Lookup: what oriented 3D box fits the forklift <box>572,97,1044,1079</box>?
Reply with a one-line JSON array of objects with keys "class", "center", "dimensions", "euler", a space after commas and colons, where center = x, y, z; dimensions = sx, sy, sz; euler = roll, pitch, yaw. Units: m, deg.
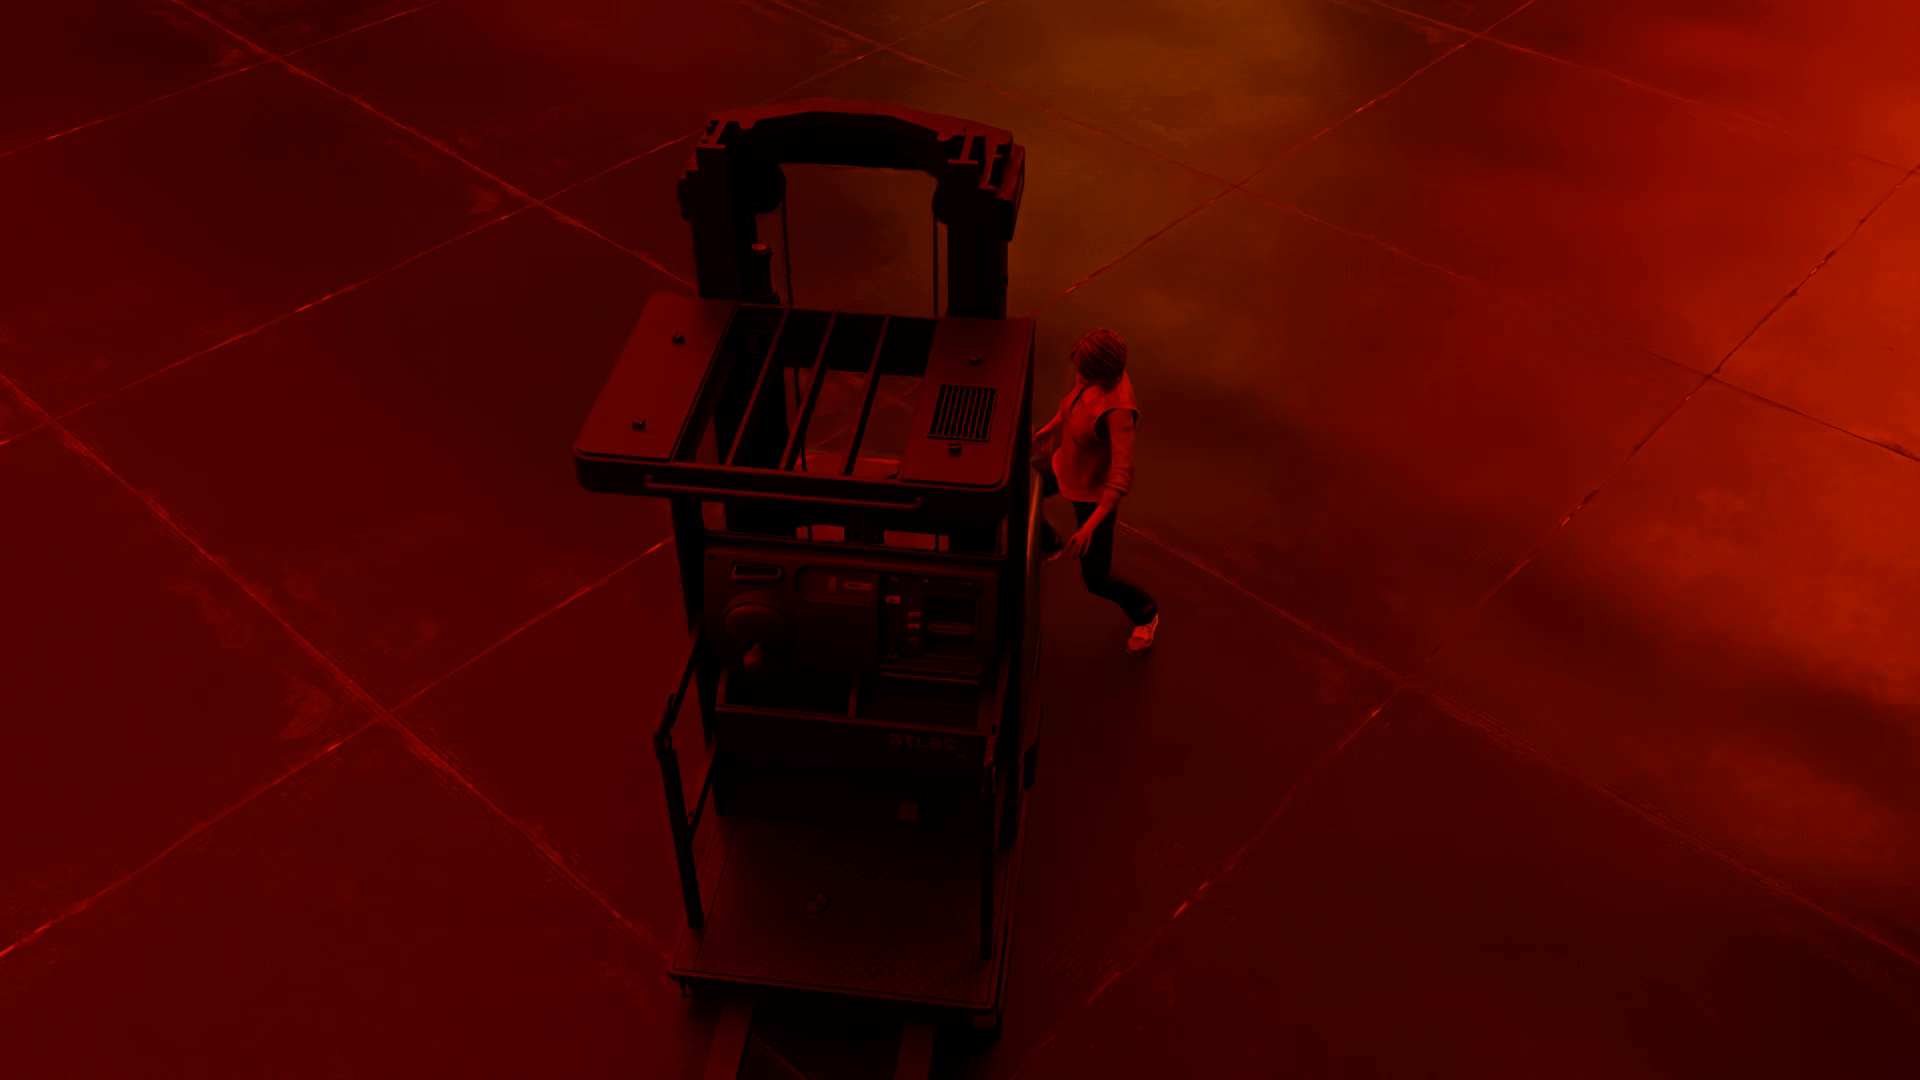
[{"class": "forklift", "center": [-0.369, 0.322, 5.053], "dimensions": [1.130, 2.935, 3.031], "euler": [5, 41, 6]}]

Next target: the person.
[{"class": "person", "center": [0.518, -0.234, 6.845], "dimensions": [0.613, 1.483, 0.814], "euler": [-11, 42, -13]}]
